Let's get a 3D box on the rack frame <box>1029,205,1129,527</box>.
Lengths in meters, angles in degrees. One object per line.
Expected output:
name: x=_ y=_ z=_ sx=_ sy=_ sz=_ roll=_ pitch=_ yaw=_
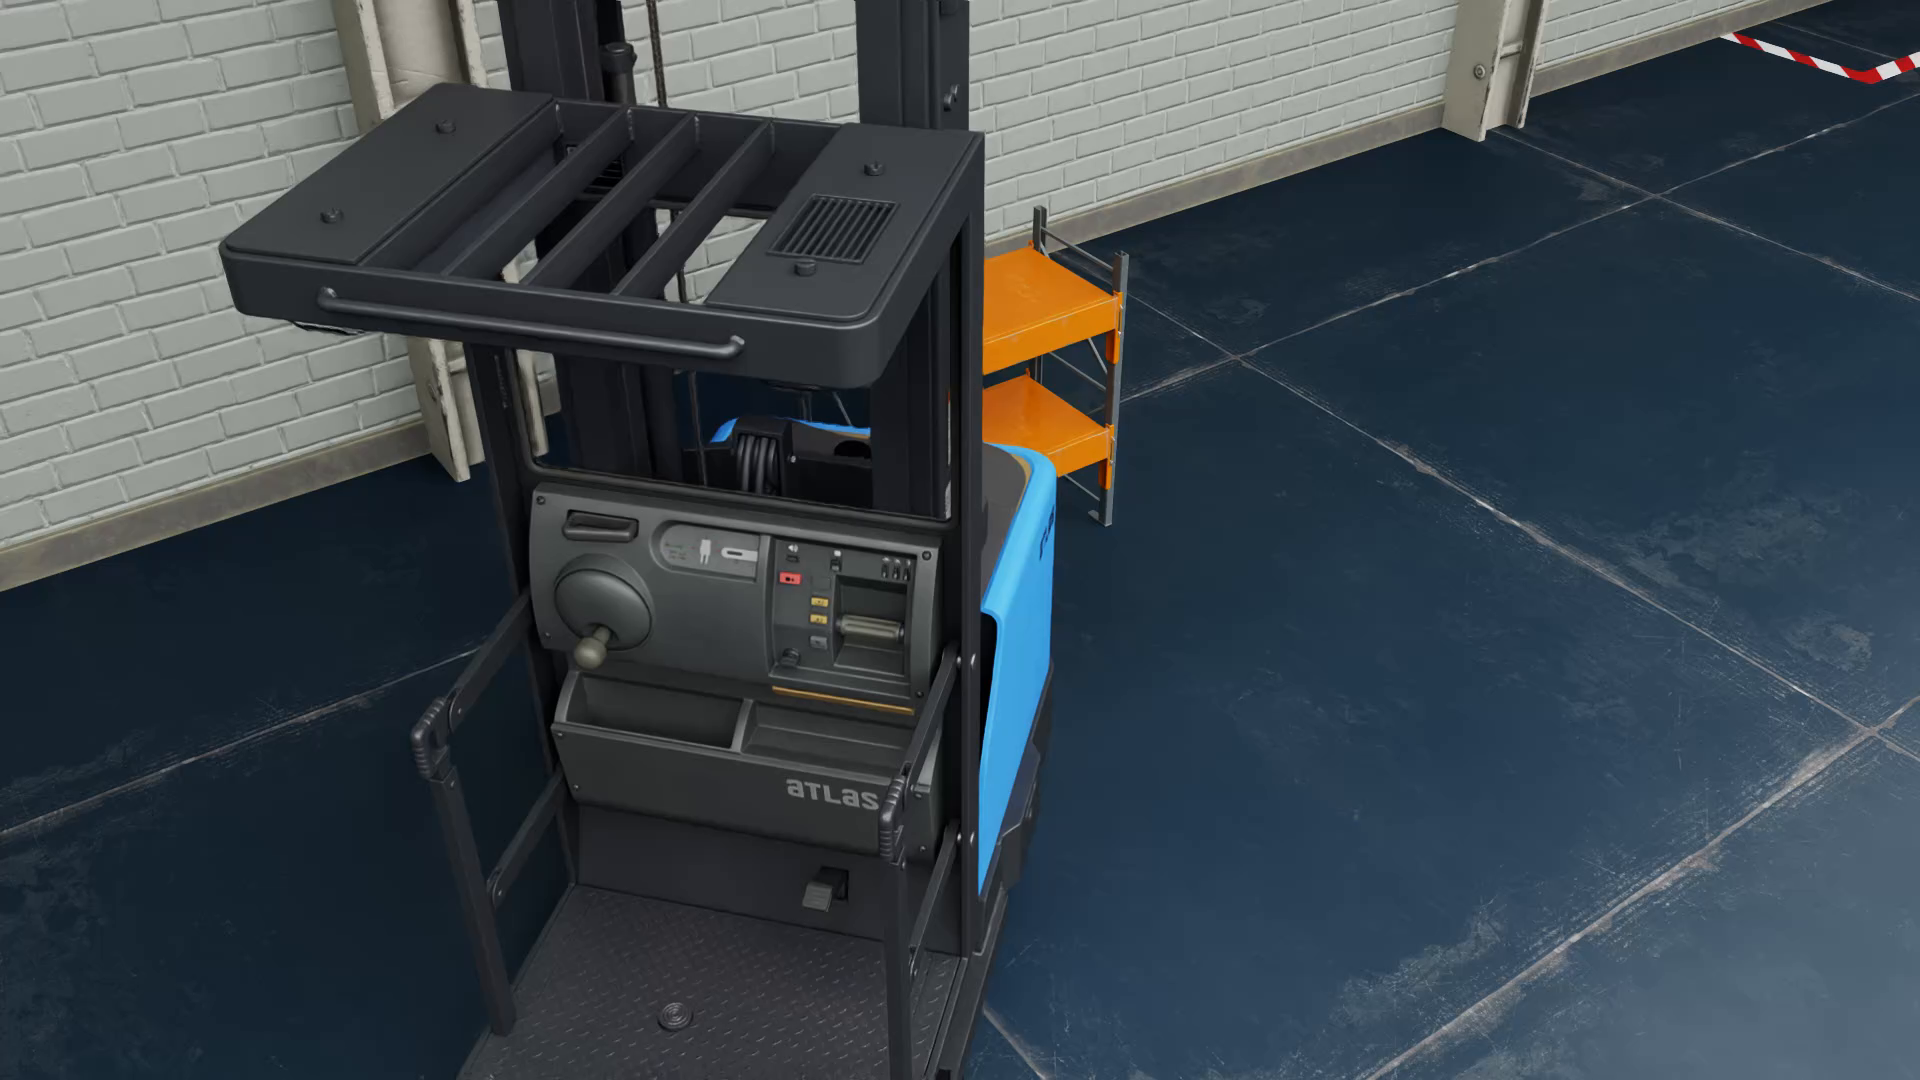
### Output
rack frame: x=0.421 y=-0.630 z=6.162 sx=0.032 sy=1.125 sz=0.500 roll=-22 pitch=41 yaw=-28

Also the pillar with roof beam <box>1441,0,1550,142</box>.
pillar with roof beam: x=5.474 y=-3.983 z=4.080 sx=0.400 sy=9.000 sz=9.100 roll=-22 pitch=41 yaw=-28

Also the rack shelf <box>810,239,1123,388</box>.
rack shelf: x=0.006 y=-0.697 z=5.754 sx=1.000 sy=0.278 sz=0.538 roll=-22 pitch=41 yaw=-28

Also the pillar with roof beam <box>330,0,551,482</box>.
pillar with roof beam: x=0.569 y=-1.964 z=1.274 sx=0.400 sy=9.000 sz=9.100 roll=-22 pitch=41 yaw=-28

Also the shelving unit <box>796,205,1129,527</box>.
shelving unit: x=0.006 y=-0.459 z=5.925 sx=1.048 sy=1.125 sz=0.538 roll=-22 pitch=41 yaw=-28

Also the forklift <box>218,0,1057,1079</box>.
forklift: x=-0.552 y=0.193 z=3.472 sx=1.130 sy=2.935 sz=3.031 roll=8 pitch=36 yaw=11

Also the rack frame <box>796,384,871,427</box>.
rack frame: x=-0.410 y=-0.288 z=5.687 sx=0.032 sy=1.125 sz=0.500 roll=-22 pitch=41 yaw=-28

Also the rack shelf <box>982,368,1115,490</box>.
rack shelf: x=0.006 y=-0.260 z=6.067 sx=1.000 sy=0.278 sz=0.538 roll=-22 pitch=41 yaw=-28
